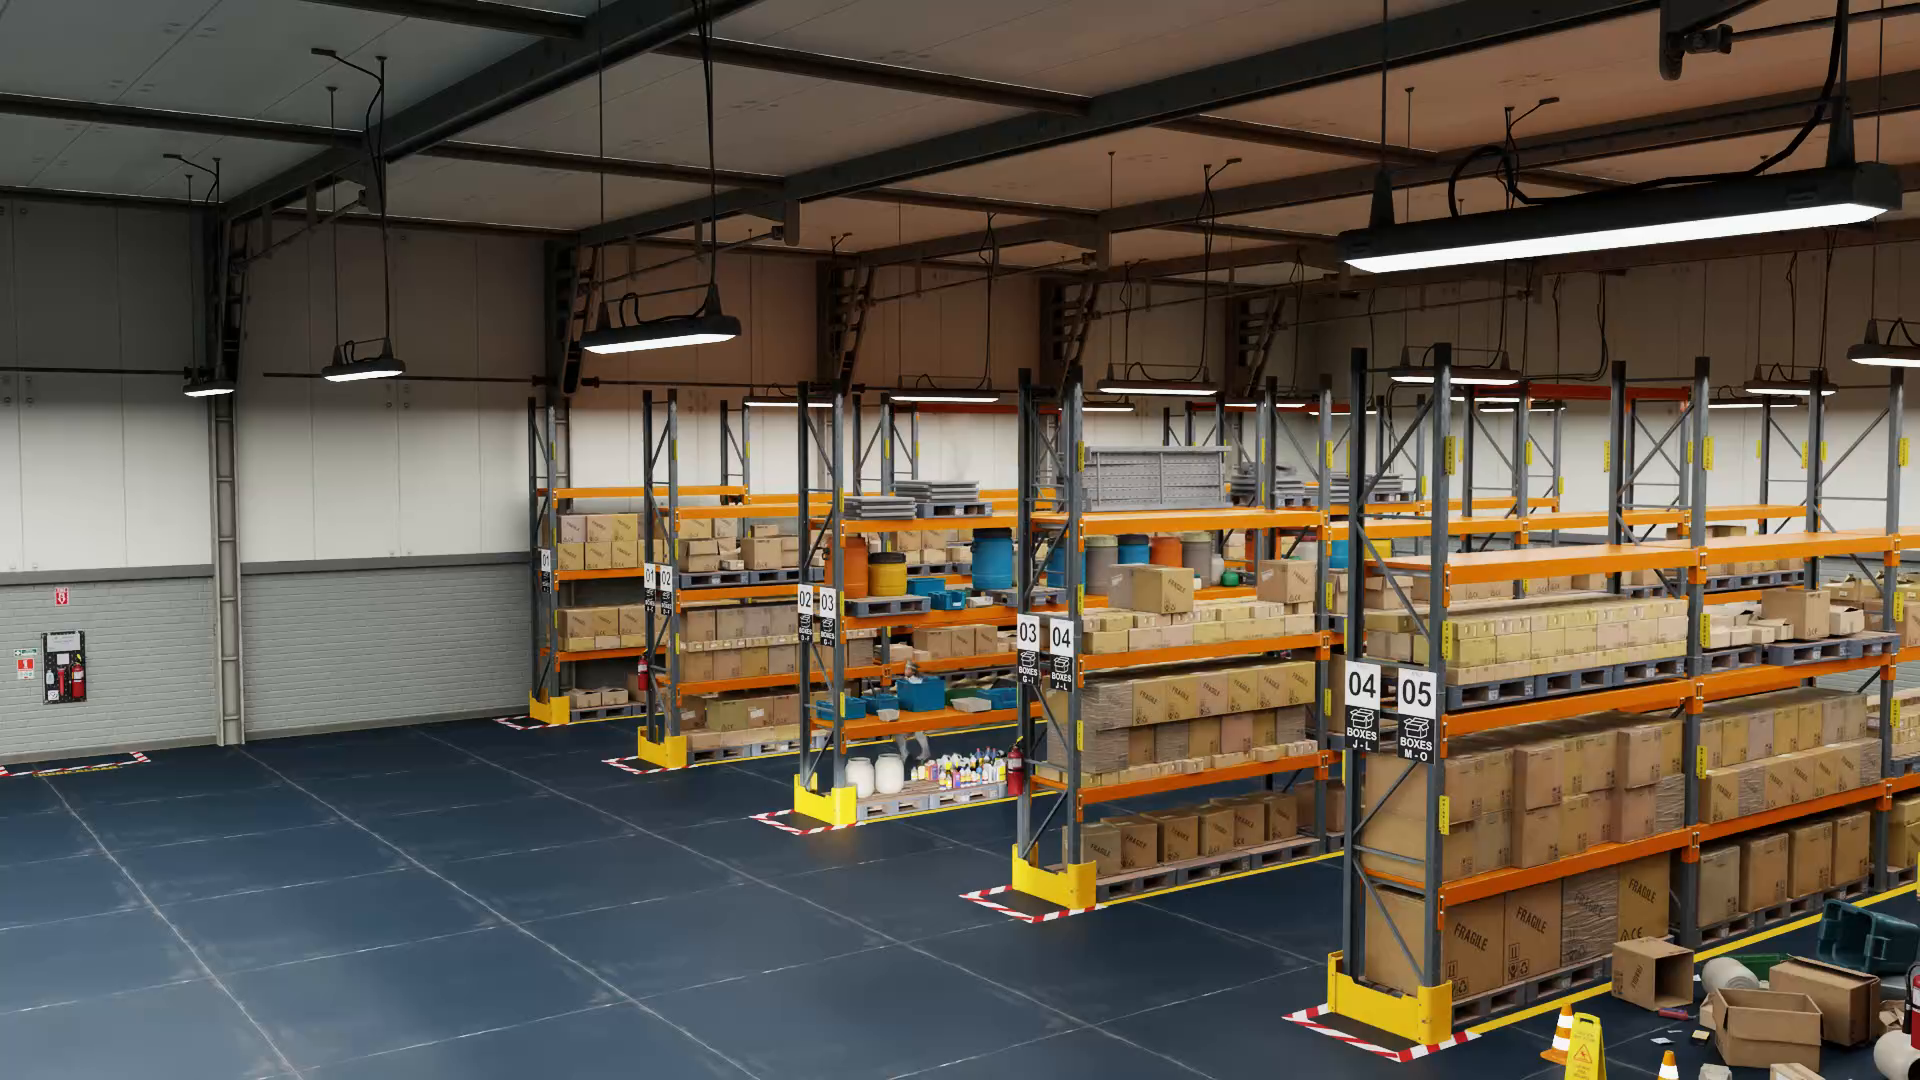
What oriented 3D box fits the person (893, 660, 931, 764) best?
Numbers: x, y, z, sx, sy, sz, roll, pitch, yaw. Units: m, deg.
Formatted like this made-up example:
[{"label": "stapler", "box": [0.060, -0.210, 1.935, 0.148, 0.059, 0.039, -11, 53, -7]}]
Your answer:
[{"label": "person", "box": [-0.746, 2.763, 26.584, 0.595, 1.713, 0.728, 3, 5, 42]}]
